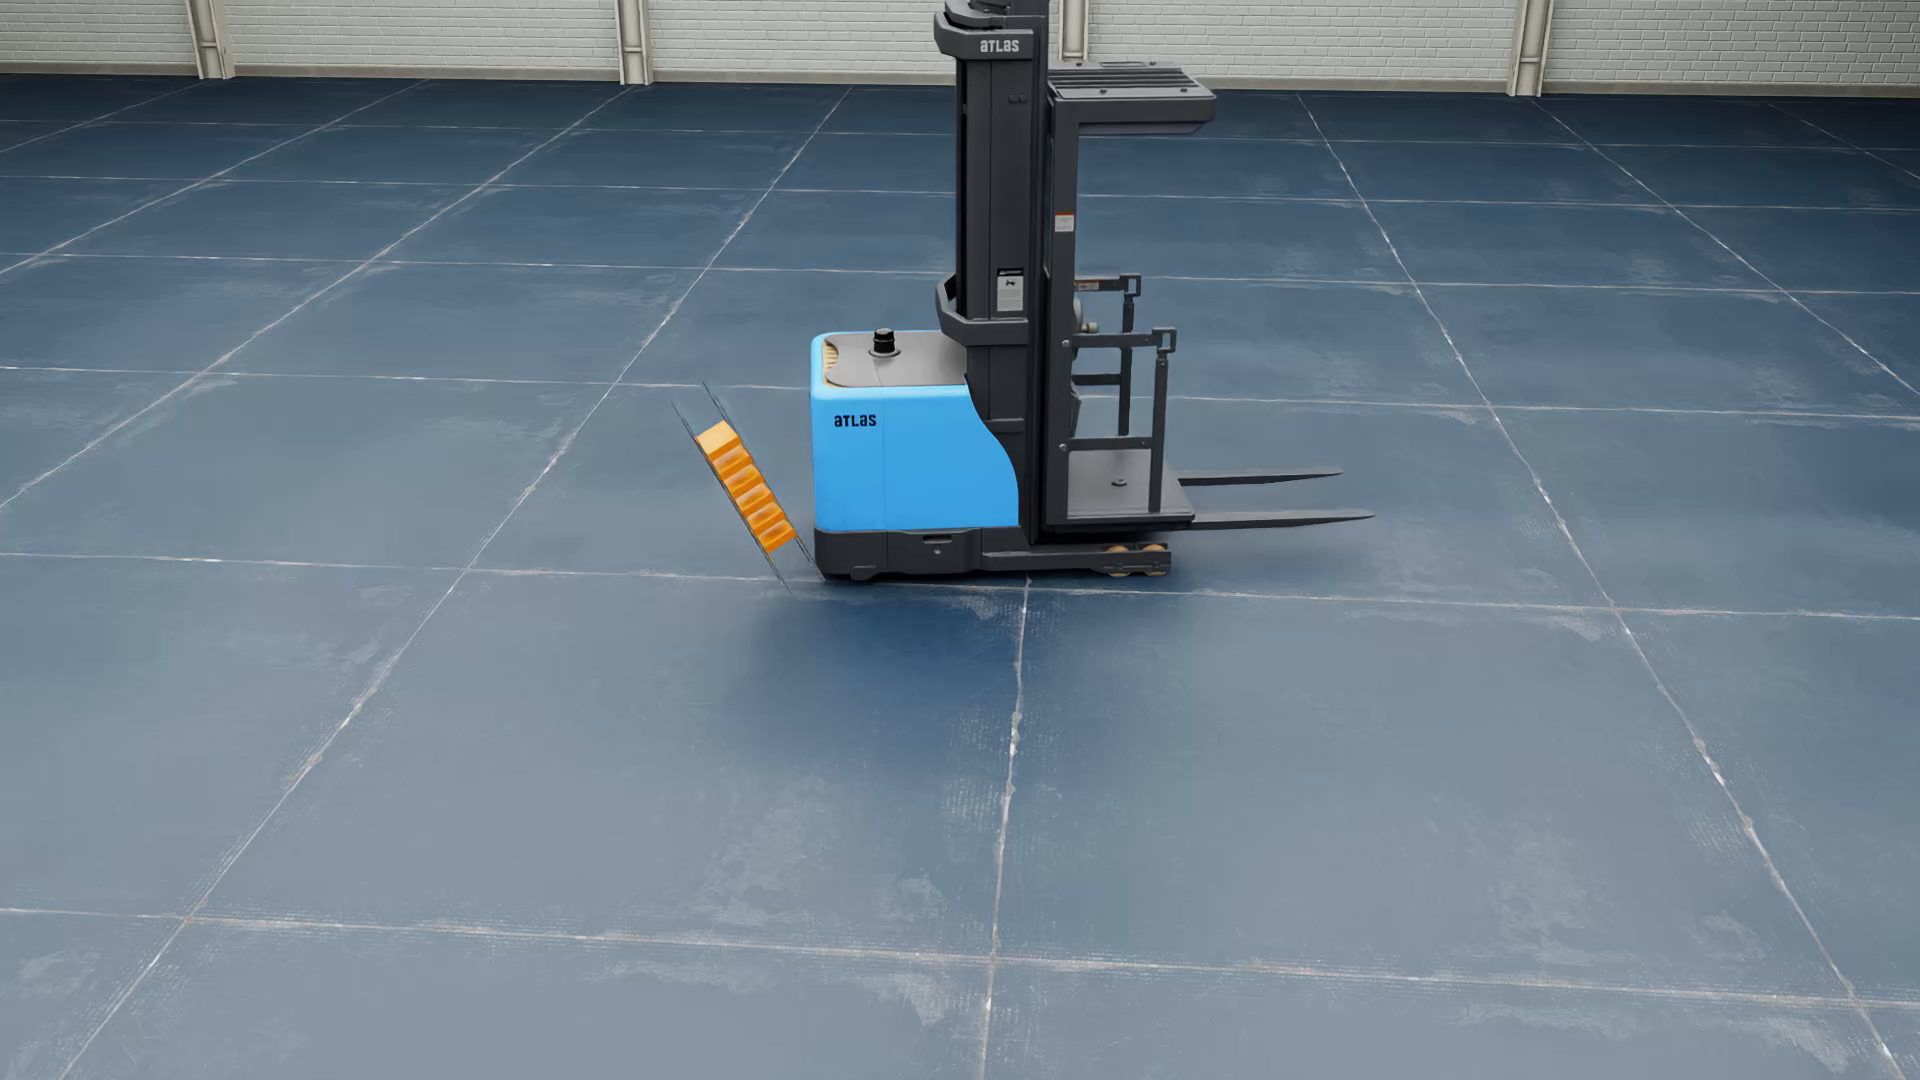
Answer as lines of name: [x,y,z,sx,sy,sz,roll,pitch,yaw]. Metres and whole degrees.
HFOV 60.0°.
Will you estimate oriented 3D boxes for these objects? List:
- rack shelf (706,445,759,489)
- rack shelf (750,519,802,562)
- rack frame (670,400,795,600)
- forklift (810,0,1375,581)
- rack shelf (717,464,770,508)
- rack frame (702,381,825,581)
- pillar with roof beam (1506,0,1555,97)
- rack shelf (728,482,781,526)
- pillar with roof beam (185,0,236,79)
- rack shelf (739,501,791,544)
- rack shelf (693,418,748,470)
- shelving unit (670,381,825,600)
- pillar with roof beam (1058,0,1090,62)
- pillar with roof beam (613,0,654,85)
rack shelf: [-1.135,-0.382,8.260,0.180,0.103,0.258,-33,33,-9]
rack shelf: [-0.947,-0.023,8.516,0.180,0.103,0.258,-33,33,-9]
rack frame: [-1.134,-0.186,8.350,0.006,1.200,0.240,-33,33,-9]
forklift: [0.715,-1.351,8.679,3.031,2.935,1.130,-2,25,-4]
rack shelf: [-1.088,-0.293,8.324,0.180,0.103,0.258,-33,33,-9]
rack frame: [-0.983,-0.286,8.378,0.006,1.200,0.240,-33,33,-9]
pillar with roof beam: [7.173,-8.232,16.375,0.400,9.000,9.100,2,25,4]
rack shelf: [-1.041,-0.203,8.388,0.180,0.103,0.258,-33,33,-9]
pillar with roof beam: [-10.774,-8.808,17.627,0.400,9.000,9.100,2,25,4]
rack shelf: [-0.994,-0.113,8.452,0.180,0.103,0.258,-33,33,-9]
rack shelf: [-1.182,-0.472,8.195,0.180,0.103,0.258,-33,33,-9]
shelving unit: [-1.059,-0.236,8.364,0.189,1.200,0.258,-33,33,-9]
pillar with roof beam: [1.191,-8.424,16.792,0.400,9.000,9.100,2,25,4]
pillar with roof beam: [-4.791,-8.616,17.210,0.400,9.000,9.100,2,25,4]
